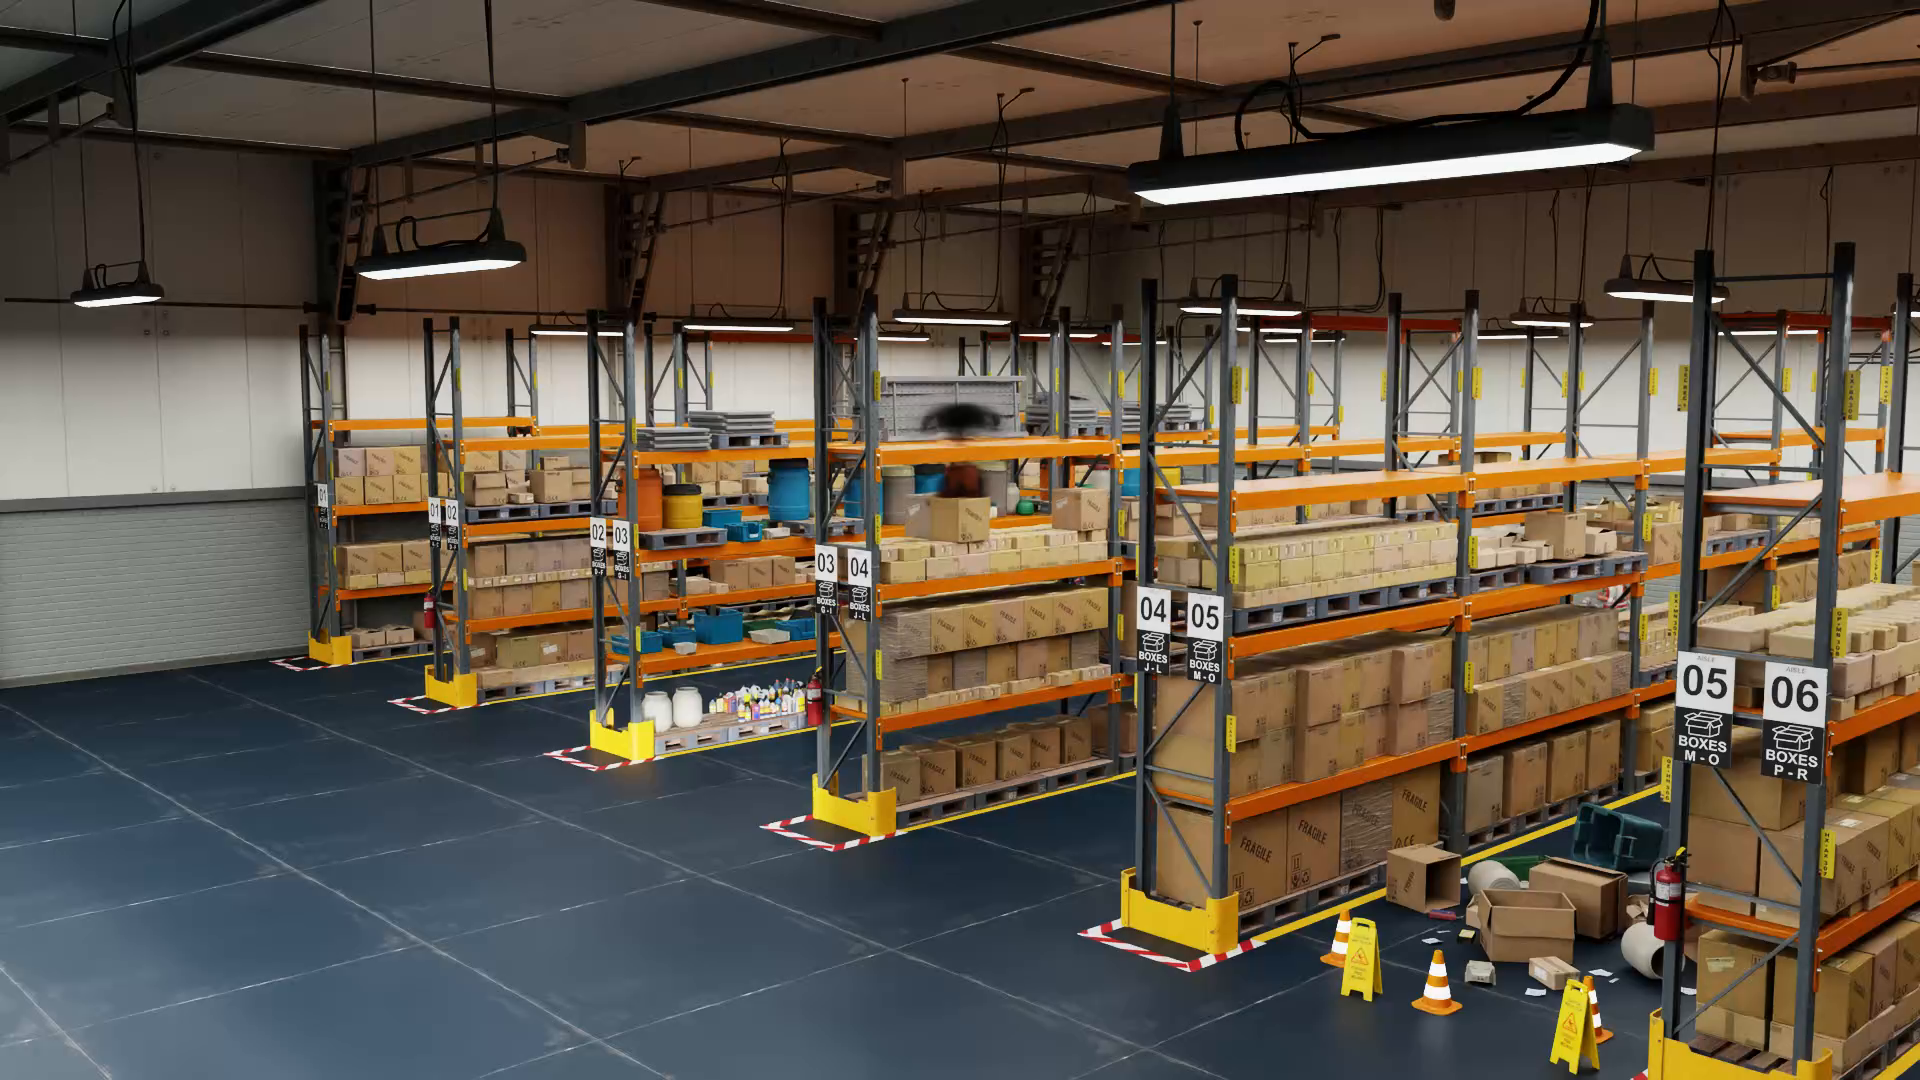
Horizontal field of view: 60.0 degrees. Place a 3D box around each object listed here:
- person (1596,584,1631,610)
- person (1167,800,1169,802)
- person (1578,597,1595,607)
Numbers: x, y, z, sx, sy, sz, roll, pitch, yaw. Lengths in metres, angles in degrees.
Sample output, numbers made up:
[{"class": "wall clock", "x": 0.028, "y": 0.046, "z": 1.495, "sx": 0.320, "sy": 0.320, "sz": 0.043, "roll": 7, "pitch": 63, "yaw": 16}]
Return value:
[{"class": "person", "x": 11.733, "y": 1.270, "z": 29.768, "sx": 0.666, "sy": 1.257, "sz": 0.594, "roll": 1, "pitch": 6, "yaw": 12}, {"class": "person", "x": 2.546, "y": 2.401, "z": 18.383, "sx": 0.377, "sy": 1.576, "sz": 0.607, "roll": 4, "pitch": 7, "yaw": 36}, {"class": "person", "x": 10.791, "y": 1.646, "z": 27.998, "sx": 1.159, "sy": 1.442, "sz": 0.605, "roll": -3, "pitch": 6, "yaw": -24}]
